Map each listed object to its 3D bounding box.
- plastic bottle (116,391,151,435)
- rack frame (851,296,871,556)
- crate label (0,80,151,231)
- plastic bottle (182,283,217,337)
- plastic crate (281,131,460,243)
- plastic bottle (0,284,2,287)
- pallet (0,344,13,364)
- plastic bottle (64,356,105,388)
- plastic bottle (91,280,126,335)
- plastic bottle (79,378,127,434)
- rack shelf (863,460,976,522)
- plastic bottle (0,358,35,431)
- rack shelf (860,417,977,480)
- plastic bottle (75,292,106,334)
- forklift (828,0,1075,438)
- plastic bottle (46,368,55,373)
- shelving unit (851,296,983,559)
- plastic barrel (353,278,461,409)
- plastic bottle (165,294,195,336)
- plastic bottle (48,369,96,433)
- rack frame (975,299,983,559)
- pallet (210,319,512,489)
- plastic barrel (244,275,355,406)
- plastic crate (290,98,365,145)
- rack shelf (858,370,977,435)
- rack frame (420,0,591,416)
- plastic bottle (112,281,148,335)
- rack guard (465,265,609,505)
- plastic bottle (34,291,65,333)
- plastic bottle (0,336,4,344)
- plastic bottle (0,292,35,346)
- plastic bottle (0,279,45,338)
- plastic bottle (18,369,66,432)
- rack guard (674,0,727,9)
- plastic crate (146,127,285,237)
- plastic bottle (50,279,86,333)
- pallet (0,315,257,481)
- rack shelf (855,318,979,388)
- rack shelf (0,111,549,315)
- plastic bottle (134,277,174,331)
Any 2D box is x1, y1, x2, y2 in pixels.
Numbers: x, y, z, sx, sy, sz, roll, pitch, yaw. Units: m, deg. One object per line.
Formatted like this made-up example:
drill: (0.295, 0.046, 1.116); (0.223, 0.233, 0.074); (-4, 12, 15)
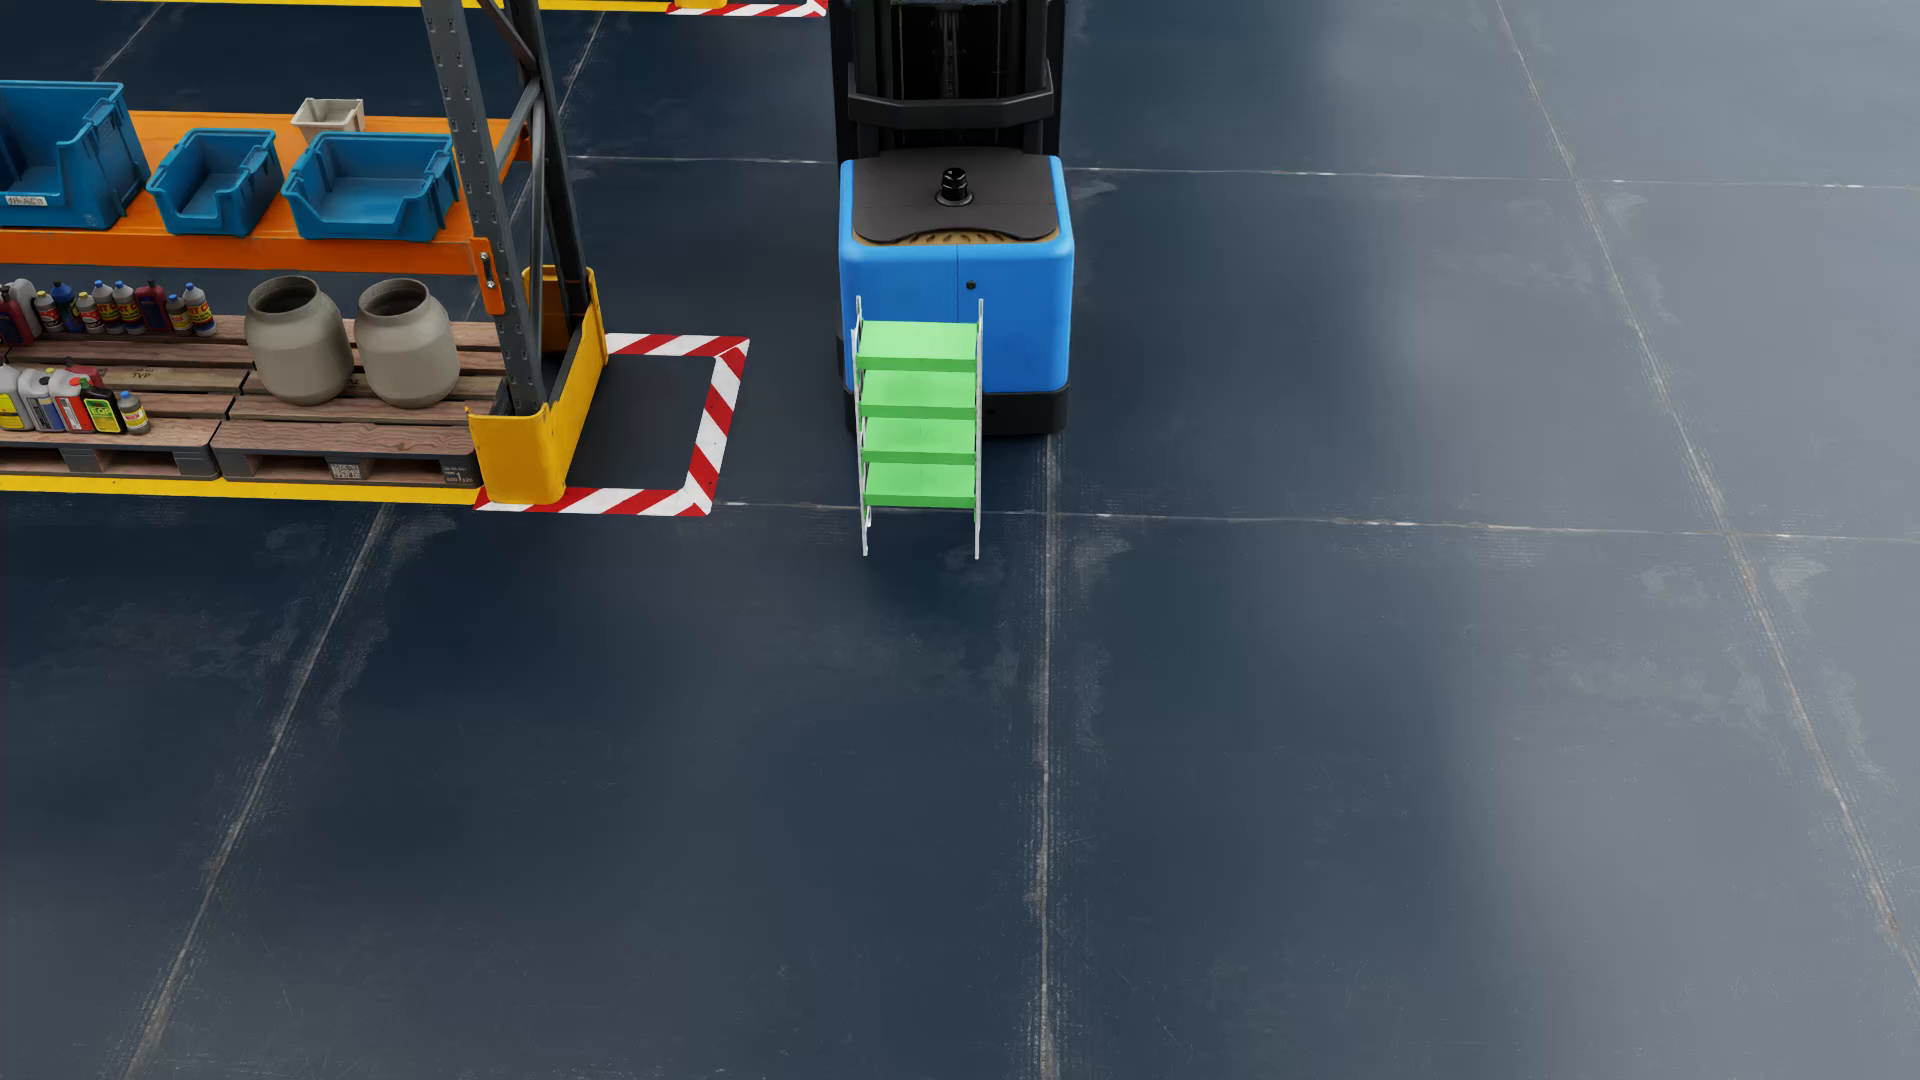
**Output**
plastic bottle: (-3.729, -0.582, 7.490); (0.097, 0.201, 0.097); (0, 43, 0)
rack frame: (-0.409, -0.452, 6.940); (0.015, 1.200, 0.240); (2, 43, 2)
crate label: (-3.725, -1.572, 6.797); (0.616, 0.435, 0.502); (2, 43, 2)
plastic bottle: (-3.672, -1.118, 8.013); (0.097, 0.271, 0.097); (0, 43, 0)
plastic crate: (-2.388, -1.444, 6.794); (0.616, 0.251, 0.499); (2, 43, 2)
plastic bottle: (-4.700, -1.162, 8.003); (0.185, 0.351, 0.144); (2, 43, 2)
pallet: (-5.201, -0.741, 7.975); (1.213, 0.211, 1.003); (2, 43, 2)
plastic bottle: (-3.975, -0.711, 7.568); (0.133, 0.283, 0.061); (2, 43, 2)
plastic bottle: (-4.114, -1.131, 8.028); (0.097, 0.271, 0.097); (0, 43, 0)
plastic bottle: (-3.846, -0.603, 7.452); (0.133, 0.283, 0.061); (3, 43, 3)
rack shelf: (-0.165, -0.222, 7.139); (0.480, 0.148, 0.258); (2, 43, 2)
plastic bottle: (-4.284, -0.670, 7.474); (0.185, 0.351, 0.144); (3, 43, 4)
rack shelf: (-0.165, -0.397, 6.975); (0.480, 0.148, 0.258); (2, 43, 2)
plastic bottle: (-4.213, -1.109, 8.055); (0.097, 0.201, 0.097); (0, 43, 0)
forklift: (-0.069, -2.535, 7.907); (1.130, 2.935, 3.031); (-2, 43, -2)
plastic bottle: (-4.131, -0.698, 7.614); (0.097, 0.201, 0.097); (0, 43, 0)
shelving unit: (-0.165, -0.444, 6.932); (0.503, 1.200, 0.258); (2, 43, 2)
plastic barrel: (-2.535, -0.899, 7.616); (0.421, 0.512, 0.421); (0, 43, 0)
plastic bottle: (-3.775, -1.095, 8.041); (0.097, 0.201, 0.097); (0, 43, 0)
plastic bottle: (-3.979, -0.636, 7.493); (0.135, 0.276, 0.152); (2, 43, 2)
rack frame: (0.078, -0.437, 6.924); (0.015, 1.200, 0.240); (2, 43, 2)
pallet: (-2.764, -0.666, 7.895); (1.213, 0.211, 1.003); (2, 43, 2)
plastic barrel: (-3.036, -0.914, 7.633); (0.421, 0.512, 0.421); (0, 43, 0)
plastic crate: (-2.754, -1.837, 7.300); (0.250, 0.136, 0.298); (2, 43, 2)
rack shelf: (-0.165, -0.573, 6.812); (0.480, 0.148, 0.258); (2, 43, 2)
rack frame: (-1.874, -1.687, 6.946); (0.127, 3.000, 1.000); (2, 43, 2)
plastic bottle: (-4.014, -1.128, 8.025); (0.097, 0.271, 0.097); (0, 43, 0)
rack guard: (-1.952, -0.743, 7.766); (0.348, 0.500, 1.175); (2, 43, 2)
plastic bottle: (-4.418, -1.115, 8.062); (0.097, 0.201, 0.097); (0, 43, 0)
plastic bottle: (-4.679, -1.067, 7.950); (0.133, 0.283, 0.061); (2, 43, 2)
plastic bottle: (-4.542, -1.057, 7.940); (0.133, 0.283, 0.061); (2, 43, 2)
plastic bottle: (-4.537, -1.127, 8.020); (0.135, 0.276, 0.152); (2, 43, 3)
plastic bottle: (-4.118, -0.640, 7.497); (0.135, 0.276, 0.152); (1, 43, 1)
rack guard: (-1.727, -4.147, 11.421); (0.348, 0.500, 1.175); (2, 43, 2)
plastic crate: (-3.036, -1.468, 6.820); (0.408, 0.251, 0.499); (2, 43, 2)
plastic bottle: (-4.316, -1.137, 8.035); (0.097, 0.271, 0.097); (0, 43, 0)
pallet: (-3.979, -0.705, 7.937); (1.213, 0.211, 1.003); (2, 43, 2)
rack shelf: (-0.165, -0.749, 6.648); (0.480, 0.148, 0.258); (2, 43, 2)
rack shelf: (-3.872, -1.485, 7.257); (4.000, 0.370, 1.077); (2, 43, 2)
plastic bottle: (-3.897, -1.141, 8.030); (0.133, 0.283, 0.061); (2, 43, 3)
